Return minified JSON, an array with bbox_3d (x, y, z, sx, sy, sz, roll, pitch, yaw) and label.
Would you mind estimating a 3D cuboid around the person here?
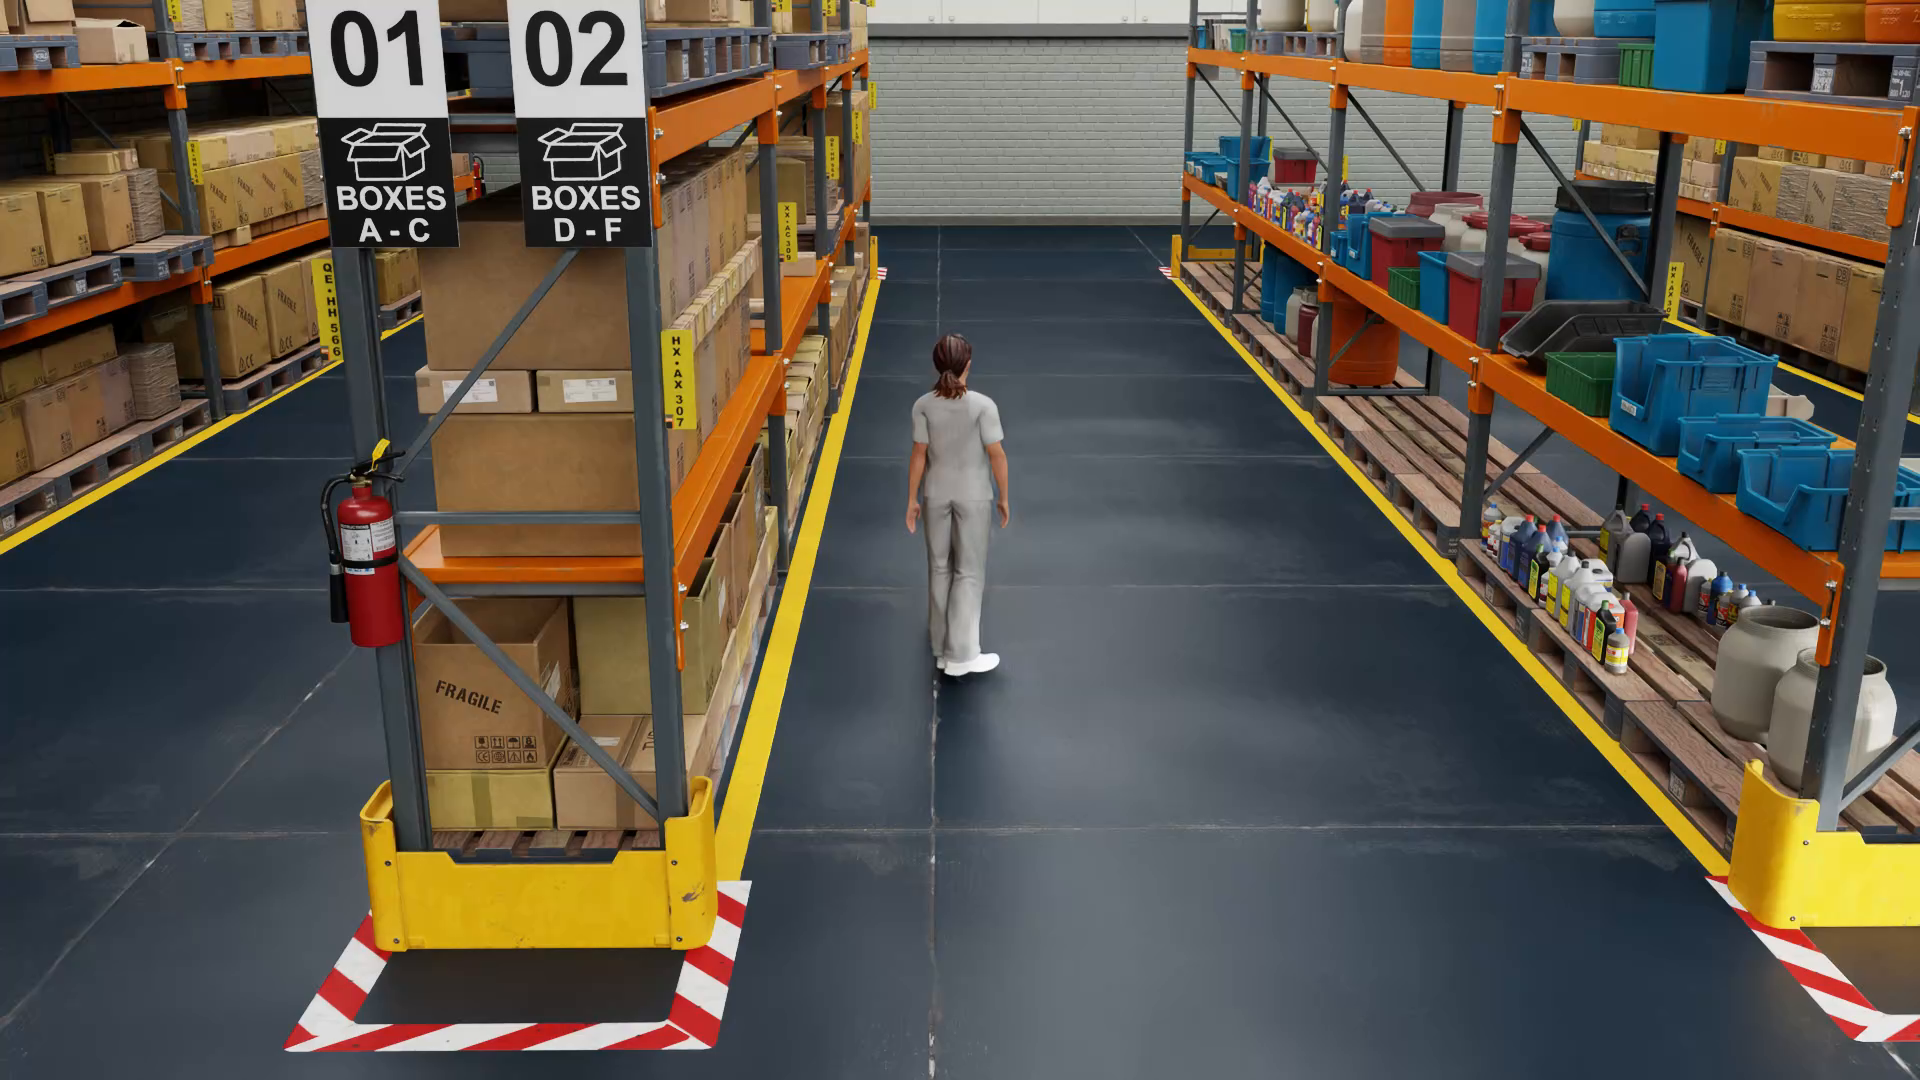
[{"bbox_3d":[-0.011,-0.174,8.066,0.494,1.668,0.406,4,18,12],"label":"person"}]
